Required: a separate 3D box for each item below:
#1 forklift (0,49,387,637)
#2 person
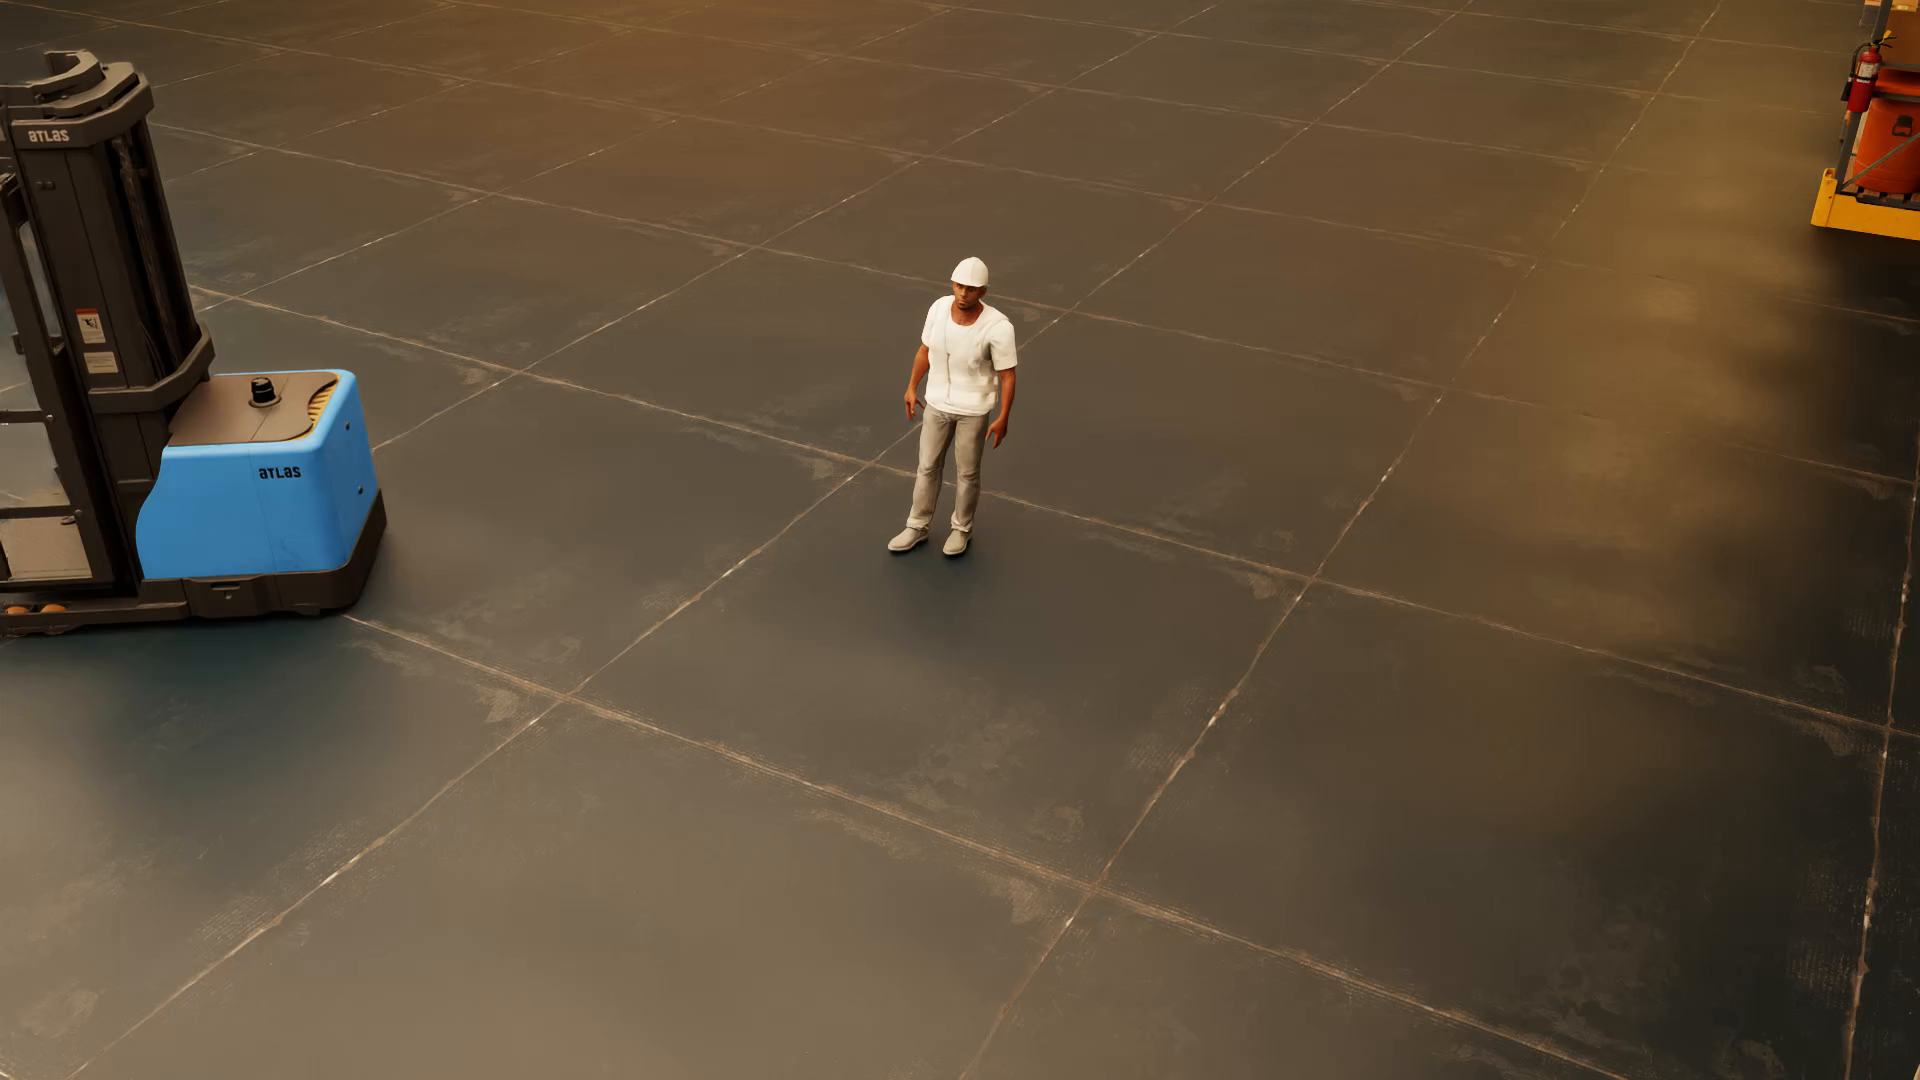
[{"bbox_3d":[-4.919,-1.018,8.834,3.031,2.935,1.130,-3,30,-5],"label":"forklift"},{"bbox_3d":[-0.039,-0.743,9.508,0.665,1.765,0.577,15,33,25],"label":"person"}]
